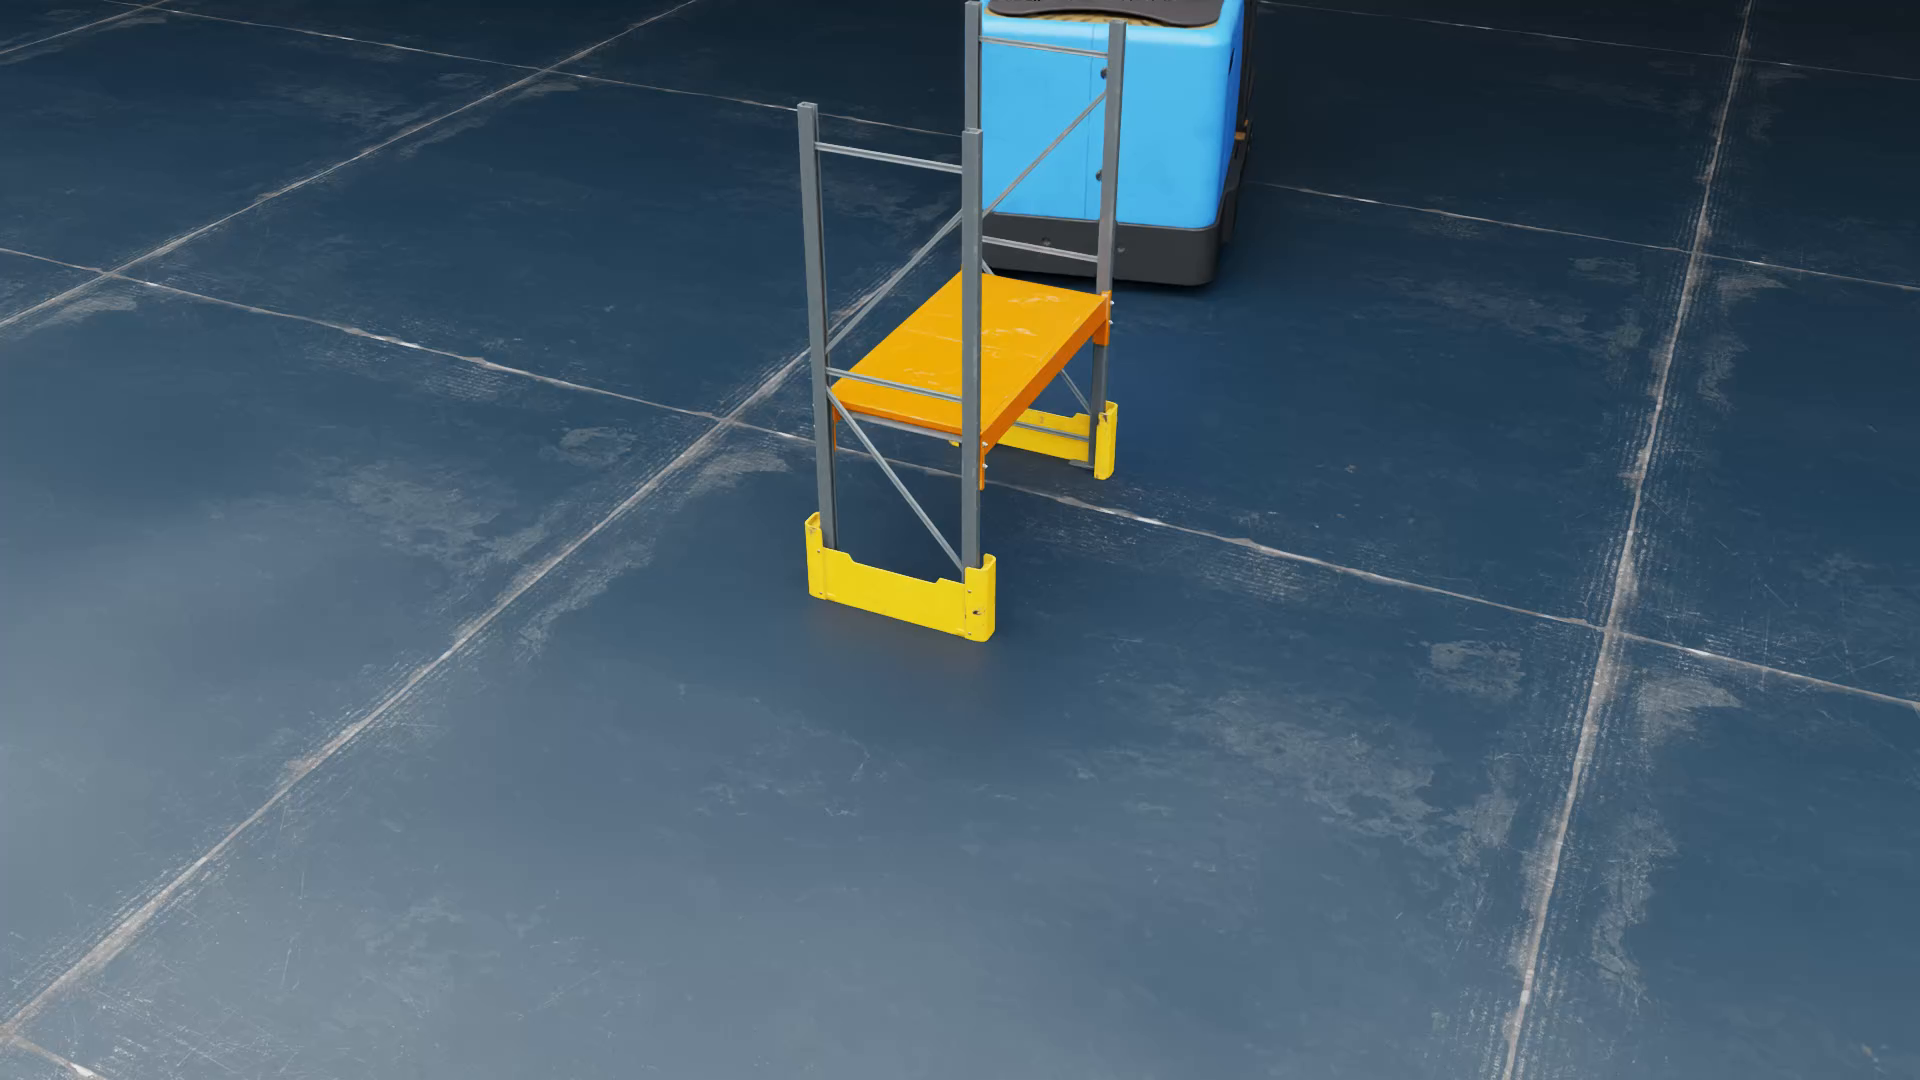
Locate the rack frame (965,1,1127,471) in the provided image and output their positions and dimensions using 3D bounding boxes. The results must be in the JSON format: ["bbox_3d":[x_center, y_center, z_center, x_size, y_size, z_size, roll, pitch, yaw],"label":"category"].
[{"bbox_3d":[0.248,-0.923,5.290,0.500,1.500,0.032,14,36,20],"label":"rack frame"}]

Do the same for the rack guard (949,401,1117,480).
[{"bbox_3d":[0.240,-0.391,5.618,0.587,0.250,0.087,14,36,20],"label":"rack guard"}]

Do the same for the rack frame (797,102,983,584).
[{"bbox_3d":[-0.177,-0.417,4.517,0.500,1.500,0.032,14,36,20],"label":"rack frame"}]

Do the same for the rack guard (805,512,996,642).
[{"bbox_3d":[-0.176,0.106,4.861,0.587,0.250,0.087,14,36,20],"label":"rack guard"}]

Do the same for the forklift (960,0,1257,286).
[{"bbox_3d":[0.819,-3.048,7.225,1.130,2.935,3.031,7,34,10],"label":"forklift"}]

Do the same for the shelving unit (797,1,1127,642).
[{"bbox_3d":[0.032,-0.665,4.897,0.587,1.500,1.083,14,36,20],"label":"shelving unit"}]

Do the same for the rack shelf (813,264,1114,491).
[{"bbox_3d":[0.036,-0.519,5.002,0.538,0.185,1.000,14,36,20],"label":"rack shelf"}]
